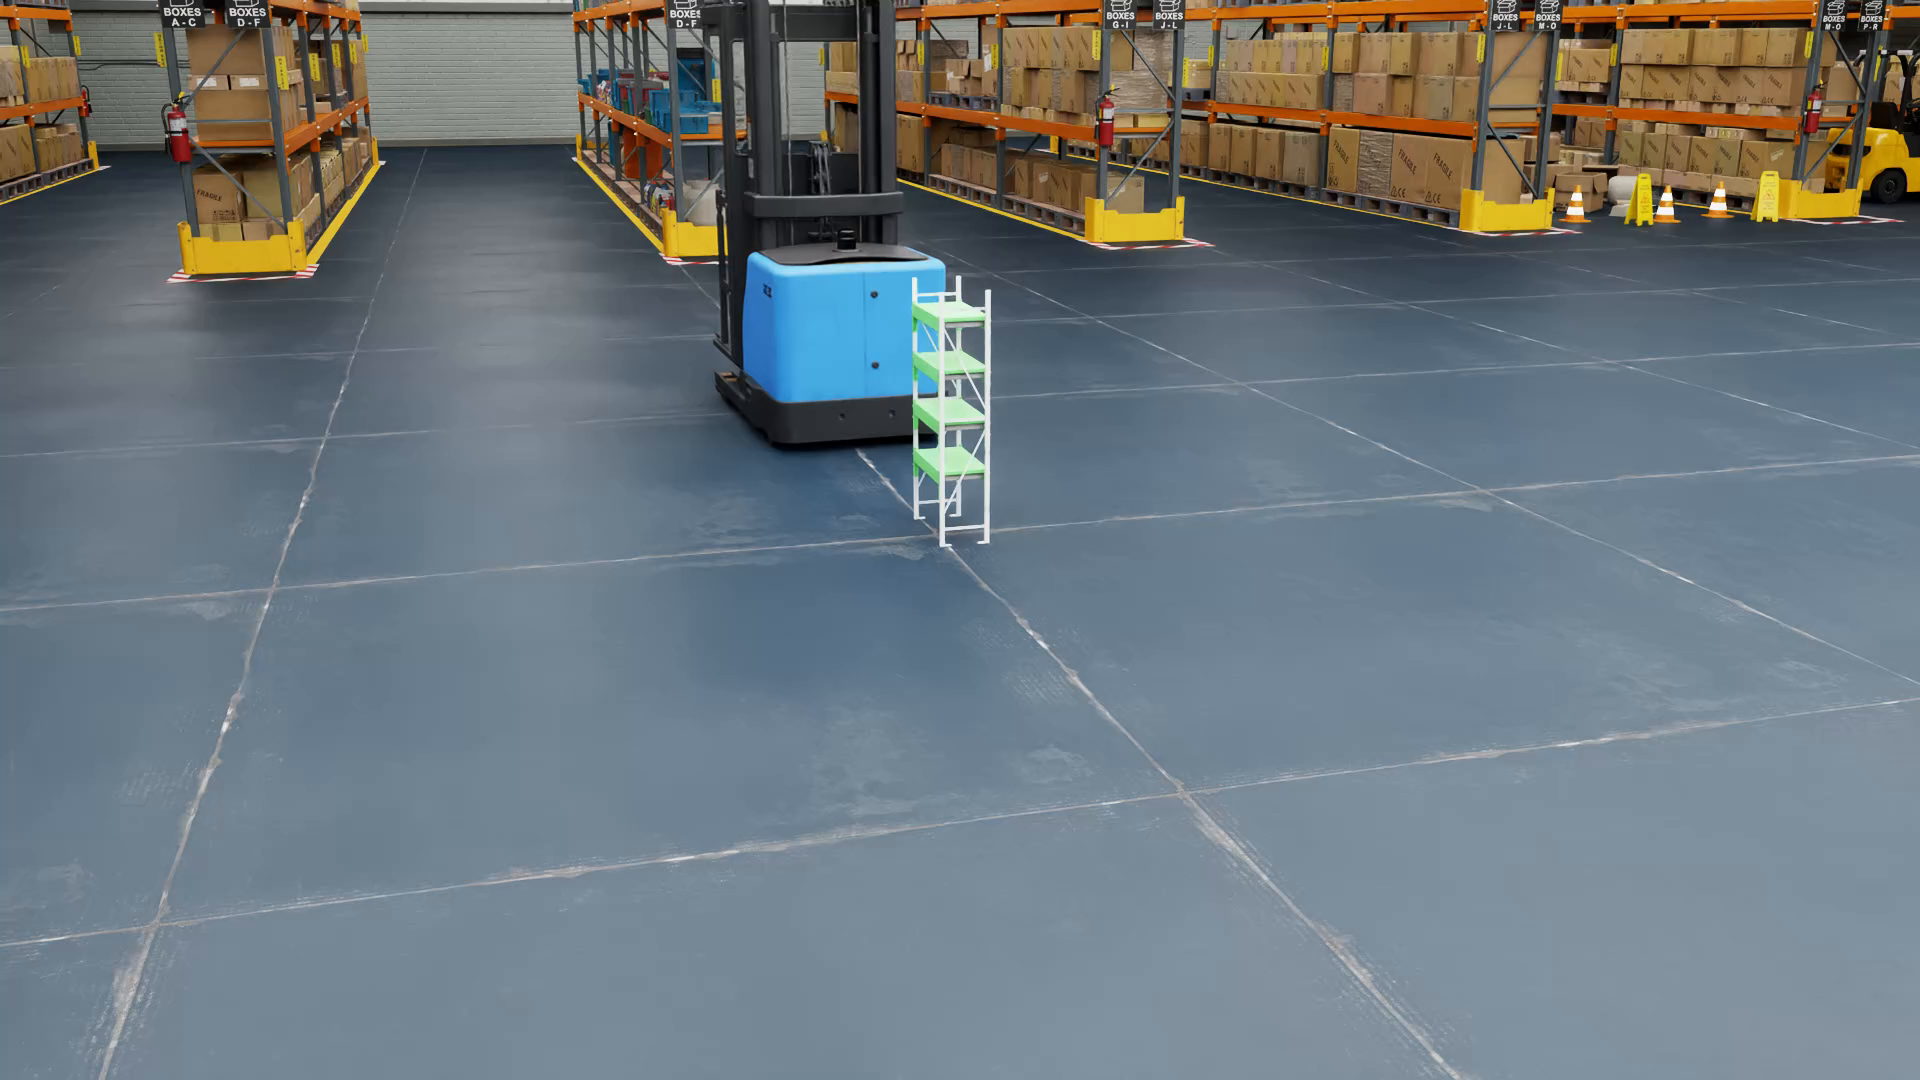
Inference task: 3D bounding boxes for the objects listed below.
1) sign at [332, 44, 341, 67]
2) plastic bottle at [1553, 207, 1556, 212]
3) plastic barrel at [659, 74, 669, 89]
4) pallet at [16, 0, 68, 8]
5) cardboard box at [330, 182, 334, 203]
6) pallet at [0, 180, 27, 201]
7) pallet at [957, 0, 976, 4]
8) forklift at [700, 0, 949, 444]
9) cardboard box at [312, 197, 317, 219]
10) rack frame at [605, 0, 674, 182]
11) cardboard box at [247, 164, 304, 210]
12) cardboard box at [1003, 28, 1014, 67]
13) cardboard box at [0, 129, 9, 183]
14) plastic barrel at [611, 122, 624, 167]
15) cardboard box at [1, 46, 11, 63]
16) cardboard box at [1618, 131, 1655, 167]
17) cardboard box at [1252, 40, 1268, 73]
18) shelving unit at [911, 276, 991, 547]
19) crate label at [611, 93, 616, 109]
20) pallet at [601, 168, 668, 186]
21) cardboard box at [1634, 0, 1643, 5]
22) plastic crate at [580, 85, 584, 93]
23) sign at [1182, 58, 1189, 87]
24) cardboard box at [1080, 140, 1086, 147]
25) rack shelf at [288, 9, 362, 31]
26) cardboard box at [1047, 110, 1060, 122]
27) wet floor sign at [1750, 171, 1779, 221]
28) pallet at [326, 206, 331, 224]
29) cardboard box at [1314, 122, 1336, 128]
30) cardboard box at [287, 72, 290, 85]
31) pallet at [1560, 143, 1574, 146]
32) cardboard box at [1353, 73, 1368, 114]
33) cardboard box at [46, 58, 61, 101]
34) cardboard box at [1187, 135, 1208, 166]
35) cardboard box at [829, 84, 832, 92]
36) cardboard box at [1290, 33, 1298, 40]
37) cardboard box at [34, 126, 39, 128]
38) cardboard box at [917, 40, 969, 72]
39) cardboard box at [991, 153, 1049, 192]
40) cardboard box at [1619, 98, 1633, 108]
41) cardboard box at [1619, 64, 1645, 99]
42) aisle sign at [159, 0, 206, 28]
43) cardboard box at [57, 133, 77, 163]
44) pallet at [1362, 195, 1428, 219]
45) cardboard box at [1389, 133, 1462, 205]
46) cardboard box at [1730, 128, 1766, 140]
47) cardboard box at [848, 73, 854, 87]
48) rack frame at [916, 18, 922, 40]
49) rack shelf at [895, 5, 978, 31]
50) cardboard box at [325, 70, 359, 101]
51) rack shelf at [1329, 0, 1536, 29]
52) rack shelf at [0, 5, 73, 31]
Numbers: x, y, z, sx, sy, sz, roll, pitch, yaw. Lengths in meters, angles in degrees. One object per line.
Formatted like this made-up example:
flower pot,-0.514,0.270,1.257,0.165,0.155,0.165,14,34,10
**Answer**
sign,-9.082,-7.057,24.217,0.100,0.325,0.005,-5,17,-15
plastic bottle,8.192,-4.638,23.286,0.133,0.061,0.283,-12,20,-34
plastic barrel,-4.006,-6.291,23.446,0.433,0.535,0.433,0,17,0
pallet,-16.362,-9.467,29.195,1.003,0.211,1.213,-5,17,-15
cardboard box,-8.673,-4.651,22.270,0.500,0.250,0.500,-5,18,-17
pallet,-14.853,-5.290,25.196,1.003,0.211,1.213,-5,17,-15
pallet,0.655,-7.945,24.301,1.213,0.211,1.003,-5,17,-15
forklift,-1.008,-2.340,10.646,1.130,2.935,3.031,-5,18,-17
cardboard box,-8.050,-3.985,20.054,0.500,0.250,0.500,-5,17,-15
rack frame,-4.852,-6.848,25.535,1.000,3.000,0.127,-5,17,-15
cardboard box,-7.639,-3.929,18.564,0.500,0.500,0.500,-5,17,-15
cardboard box,0.889,-6.658,22.473,0.500,0.500,0.500,-5,17,-15
cardboard box,-14.688,-5.693,24.696,0.750,0.750,0.750,-5,17,-16
plastic barrel,-5.623,-6.803,28.302,0.600,0.901,0.708,-5,17,-15
cardboard box,-14.971,-7.479,25.607,0.500,0.250,0.500,-4,17,-14
cardboard box,10.441,-5.975,25.376,0.500,0.500,0.500,-4,17,-13
cardboard box,5.105,-7.724,26.539,0.700,0.500,0.500,-5,17,-16
shelving unit,-0.045,-0.620,7.932,0.258,1.200,0.503,-5,17,-15
crate label,-5.096,-6.621,25.072,0.303,0.233,0.416,-5,17,-15
pallet,-5.440,-6.064,27.772,1.003,0.211,1.213,-5,17,-15
cardboard box,10.387,-8.126,25.013,0.380,0.149,0.250,-5,17,-16
plastic crate,-7.104,-8.586,31.675,0.250,0.136,0.298,-5,17,-15
sign,2.631,-5.484,19.490,0.100,0.325,0.005,-5,17,-15
cardboard box,2.682,-8.130,34.028,0.380,0.149,0.250,-6,18,-18
rack shelf,-11.264,-9.209,29.432,1.077,0.370,4.000,-5,17,-15
cardboard box,1.319,-5.375,21.070,0.380,0.149,0.250,-5,17,-15
wet floor sign,10.661,-4.545,21.962,0.267,0.644,0.232,1,17,4
pallet,-8.756,-4.216,21.621,1.003,0.211,1.213,-5,17,-15
cardboard box,8.024,-8.533,34.869,0.875,0.438,0.875,-5,17,-17
cardboard box,-7.812,-5.226,18.836,0.380,0.149,0.250,-4,17,-13
pallet,12.924,-8.377,35.474,1.003,0.211,1.213,-5,17,-15
cardboard box,6.093,-6.318,23.509,0.875,0.550,0.550,-5,17,-15
cardboard box,-16.015,-7.869,28.413,0.980,0.700,0.700,-6,18,-18
cardboard box,4.275,-6.769,28.887,0.500,0.500,0.500,-5,17,-16
cardboard box,-2.436,-9.137,33.592,0.380,0.149,0.250,-5,17,-16
cardboard box,7.263,-10.734,35.433,0.380,0.149,0.250,-5,18,-17
cardboard box,-16.164,-7.075,28.777,0.380,0.149,0.250,-5,17,-15
cardboard box,-0.275,-7.971,27.357,0.797,0.503,0.637,-4,17,-13
cardboard box,0.862,-5.318,24.023,0.700,0.500,0.500,-6,18,-20
cardboard box,10.317,-6.684,25.425,0.380,0.149,0.250,-5,17,-16
cardboard box,10.391,-6.963,25.228,0.500,0.500,0.500,-5,17,-15
aisle sign,-7.681,-5.448,16.356,0.394,0.787,0.004,-5,17,-15
cardboard box,-16.150,-6.957,29.514,0.700,0.500,0.500,-5,17,-15
pallet,6.279,-4.607,22.922,1.003,0.211,1.213,-5,17,-15
cardboard box,6.412,-5.000,22.346,0.875,0.875,0.875,-5,17,-16
cardboard box,11.001,-5.661,23.203,0.380,0.149,0.250,-4,17,-14
cardboard box,-1.847,-8.802,31.784,0.500,0.250,0.500,-4,17,-14
rack frame,-1.189,-8.346,30.522,1.000,3.000,0.127,-5,17,-15
rack shelf,-0.639,-8.885,28.352,1.077,0.370,4.000,-5,17,-15
cardboard box,-10.593,-7.774,28.445,0.500,0.500,0.500,-4,17,-14
rack shelf,6.356,-7.036,22.198,1.077,0.370,4.000,-5,17,-15
rack shelf,-16.026,-8.816,28.124,1.077,0.370,4.000,-5,17,-15
